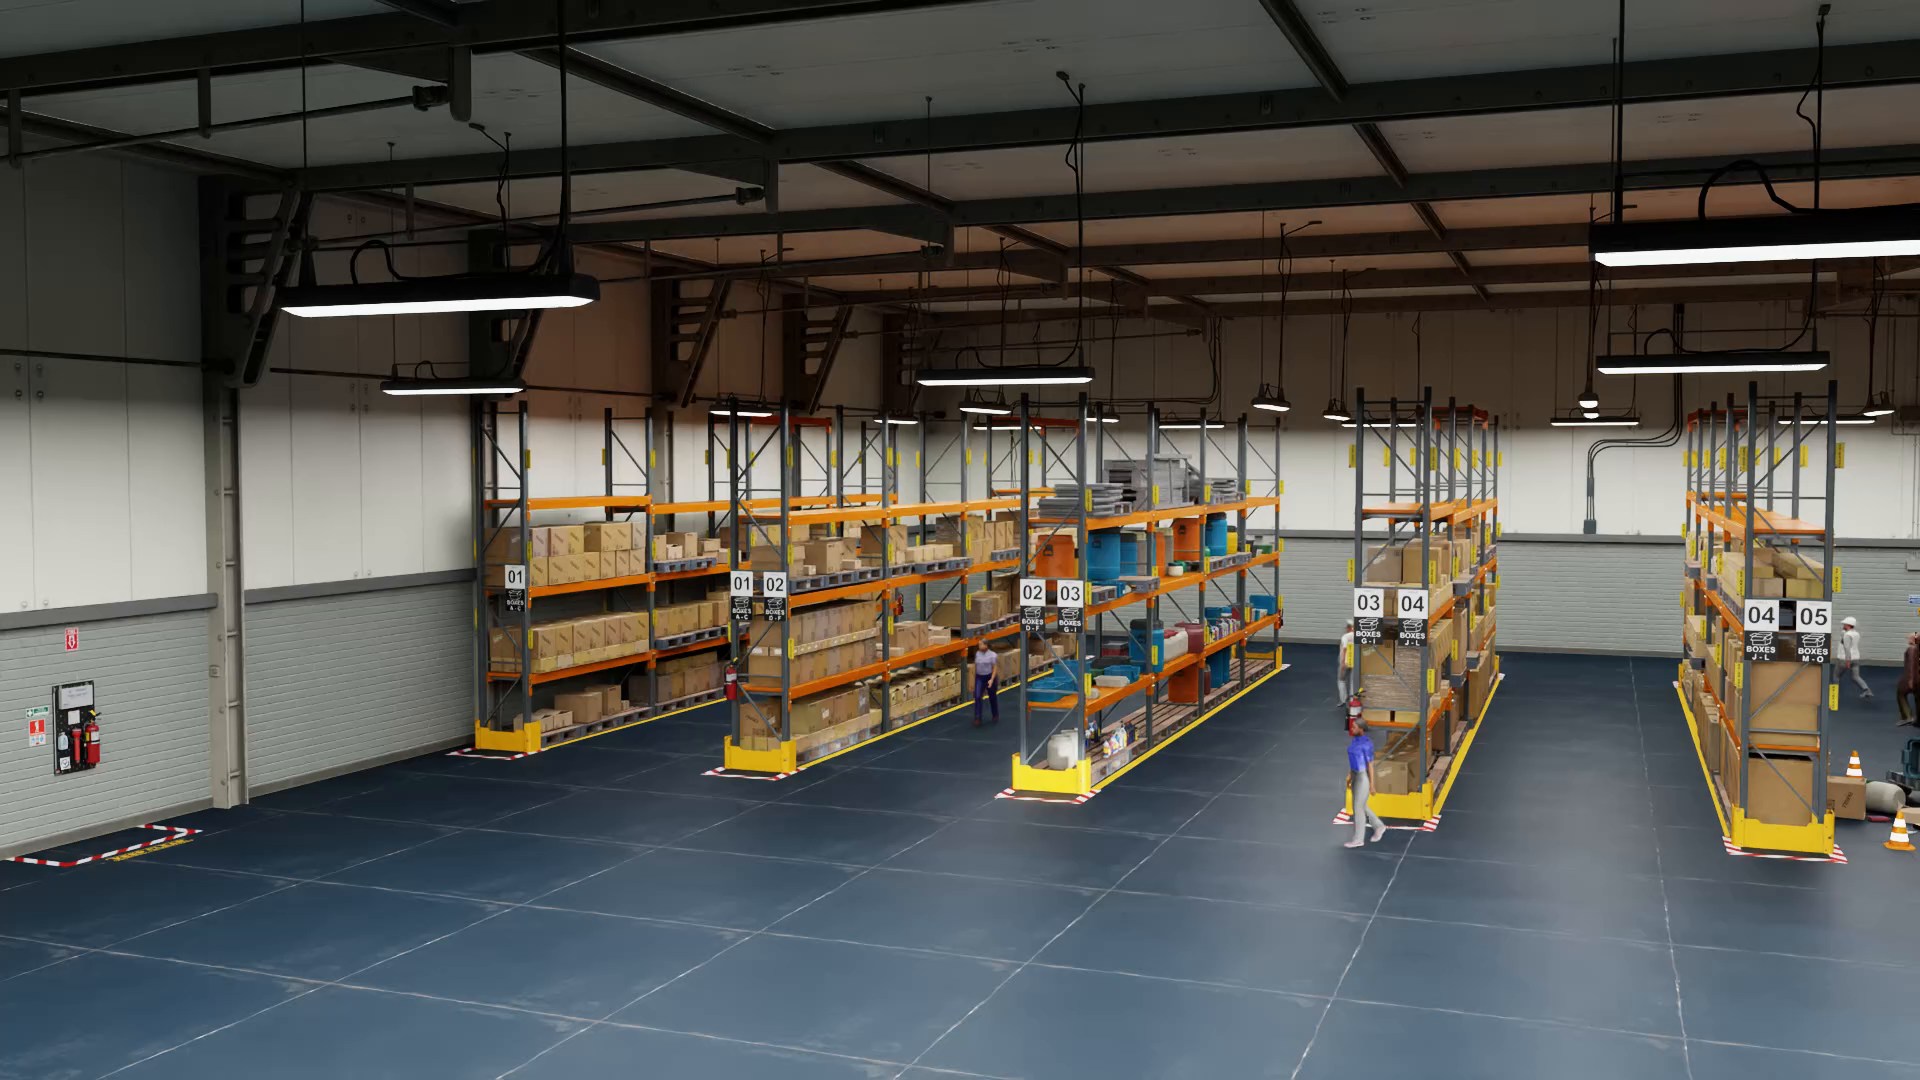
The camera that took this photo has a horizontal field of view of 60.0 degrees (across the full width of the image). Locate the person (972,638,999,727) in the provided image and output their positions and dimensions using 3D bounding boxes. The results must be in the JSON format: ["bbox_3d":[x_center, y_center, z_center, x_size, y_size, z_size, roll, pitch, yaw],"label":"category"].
[{"bbox_3d":[0.473,2.654,31.341,0.507,1.618,0.892,1,3,23],"label":"person"}]

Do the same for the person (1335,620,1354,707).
[{"bbox_3d":[7.860,2.521,33.394,0.549,1.816,0.545,0,3,2],"label":"person"}]

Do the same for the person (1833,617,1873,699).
[{"bbox_3d":[18.397,2.461,34.354,0.499,1.740,0.998,-1,3,-17],"label":"person"}]

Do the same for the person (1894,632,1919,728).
[{"bbox_3d":[17.783,2.612,30.909,0.575,1.789,0.570,0,3,-2],"label":"person"}]

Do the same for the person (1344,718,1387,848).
[{"bbox_3d":[5.256,3.119,21.559,0.689,1.652,0.437,0,3,-8],"label":"person"}]
